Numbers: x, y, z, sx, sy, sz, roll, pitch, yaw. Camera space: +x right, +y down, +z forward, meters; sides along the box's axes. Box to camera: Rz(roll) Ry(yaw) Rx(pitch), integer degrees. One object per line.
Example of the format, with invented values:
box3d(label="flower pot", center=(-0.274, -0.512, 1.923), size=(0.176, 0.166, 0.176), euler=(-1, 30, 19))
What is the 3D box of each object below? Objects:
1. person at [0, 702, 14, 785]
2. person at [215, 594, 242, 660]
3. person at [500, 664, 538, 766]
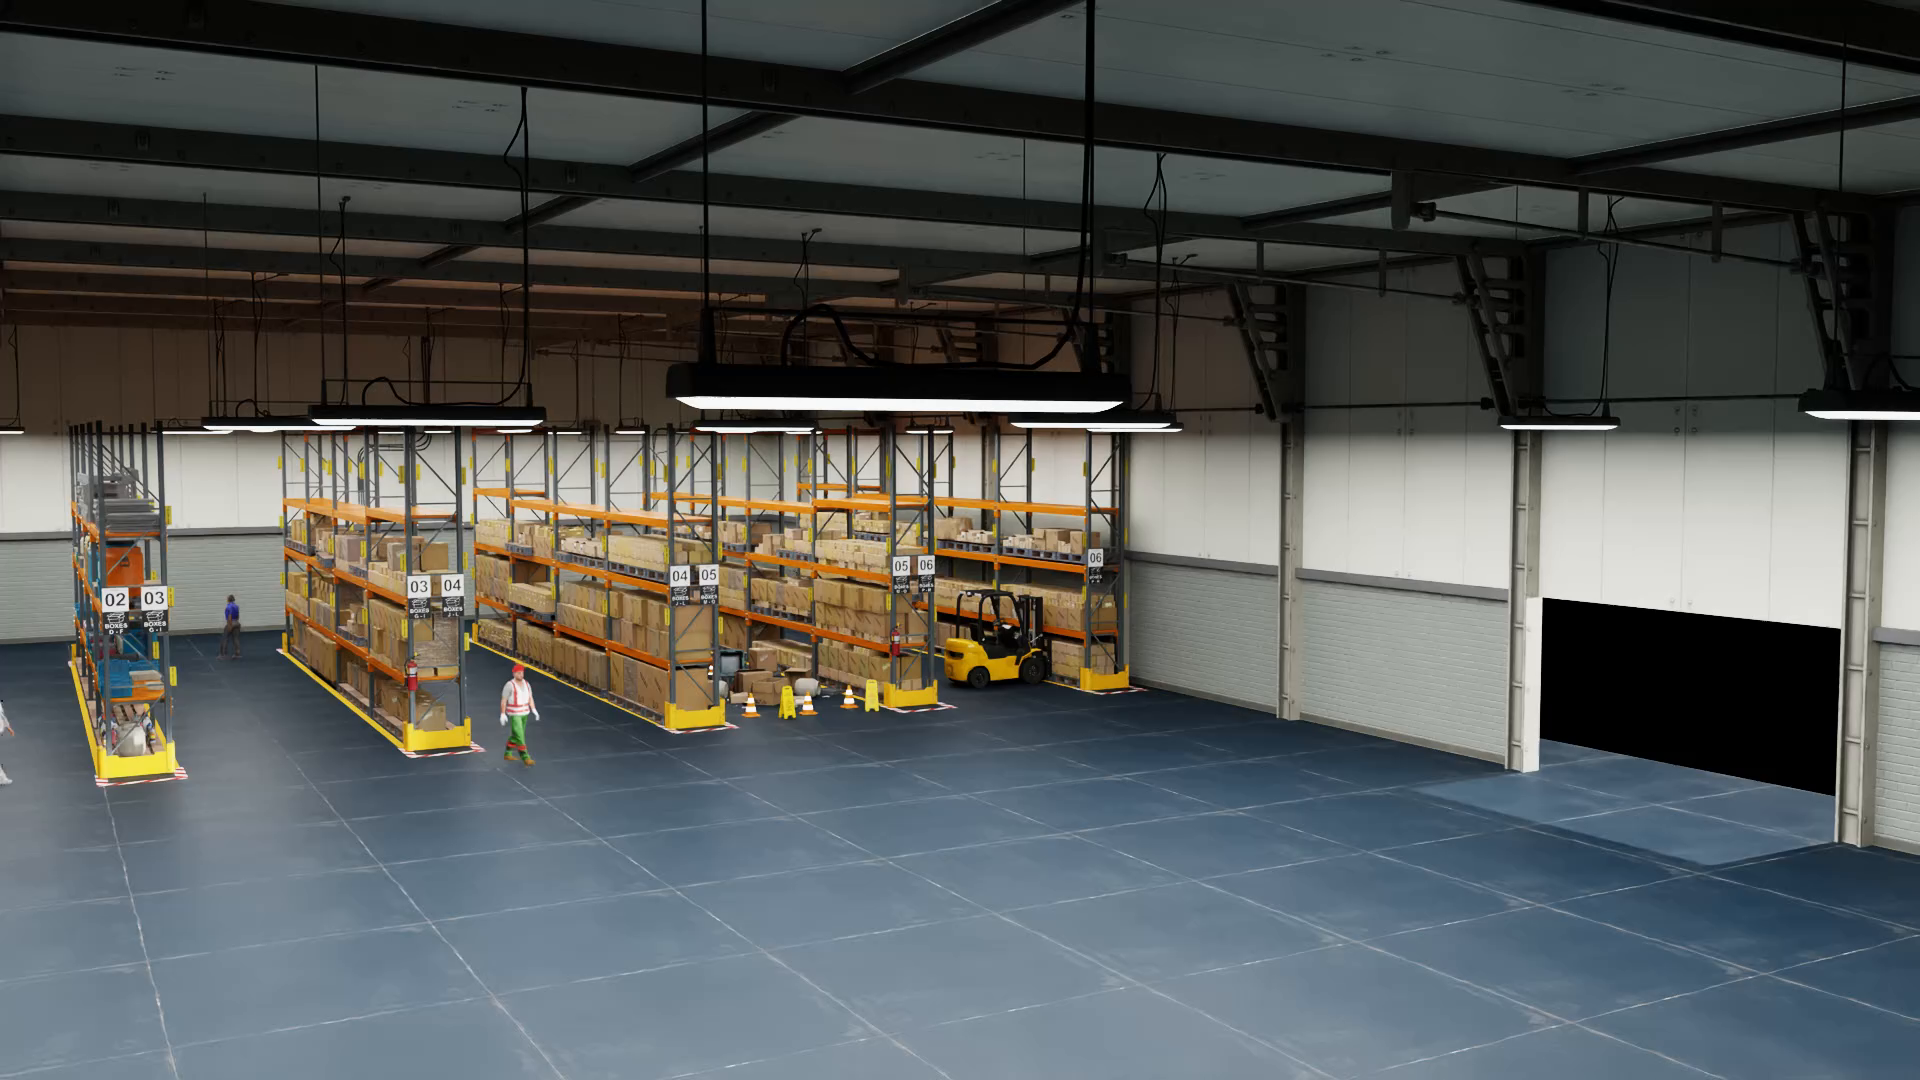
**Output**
box3d(label="person", center=(-16.000, 3.142, 27.443), size=(1.103, 1.707, 0.602), euler=(1, 4, 19))
box3d(label="person", center=(-18.899, 2.241, 43.035), size=(0.595, 1.672, 0.548), euler=(1, 4, 17))
box3d(label="person", center=(-7.635, 3.031, 28.974), size=(1.040, 1.731, 0.559), euler=(2, 4, 31))
